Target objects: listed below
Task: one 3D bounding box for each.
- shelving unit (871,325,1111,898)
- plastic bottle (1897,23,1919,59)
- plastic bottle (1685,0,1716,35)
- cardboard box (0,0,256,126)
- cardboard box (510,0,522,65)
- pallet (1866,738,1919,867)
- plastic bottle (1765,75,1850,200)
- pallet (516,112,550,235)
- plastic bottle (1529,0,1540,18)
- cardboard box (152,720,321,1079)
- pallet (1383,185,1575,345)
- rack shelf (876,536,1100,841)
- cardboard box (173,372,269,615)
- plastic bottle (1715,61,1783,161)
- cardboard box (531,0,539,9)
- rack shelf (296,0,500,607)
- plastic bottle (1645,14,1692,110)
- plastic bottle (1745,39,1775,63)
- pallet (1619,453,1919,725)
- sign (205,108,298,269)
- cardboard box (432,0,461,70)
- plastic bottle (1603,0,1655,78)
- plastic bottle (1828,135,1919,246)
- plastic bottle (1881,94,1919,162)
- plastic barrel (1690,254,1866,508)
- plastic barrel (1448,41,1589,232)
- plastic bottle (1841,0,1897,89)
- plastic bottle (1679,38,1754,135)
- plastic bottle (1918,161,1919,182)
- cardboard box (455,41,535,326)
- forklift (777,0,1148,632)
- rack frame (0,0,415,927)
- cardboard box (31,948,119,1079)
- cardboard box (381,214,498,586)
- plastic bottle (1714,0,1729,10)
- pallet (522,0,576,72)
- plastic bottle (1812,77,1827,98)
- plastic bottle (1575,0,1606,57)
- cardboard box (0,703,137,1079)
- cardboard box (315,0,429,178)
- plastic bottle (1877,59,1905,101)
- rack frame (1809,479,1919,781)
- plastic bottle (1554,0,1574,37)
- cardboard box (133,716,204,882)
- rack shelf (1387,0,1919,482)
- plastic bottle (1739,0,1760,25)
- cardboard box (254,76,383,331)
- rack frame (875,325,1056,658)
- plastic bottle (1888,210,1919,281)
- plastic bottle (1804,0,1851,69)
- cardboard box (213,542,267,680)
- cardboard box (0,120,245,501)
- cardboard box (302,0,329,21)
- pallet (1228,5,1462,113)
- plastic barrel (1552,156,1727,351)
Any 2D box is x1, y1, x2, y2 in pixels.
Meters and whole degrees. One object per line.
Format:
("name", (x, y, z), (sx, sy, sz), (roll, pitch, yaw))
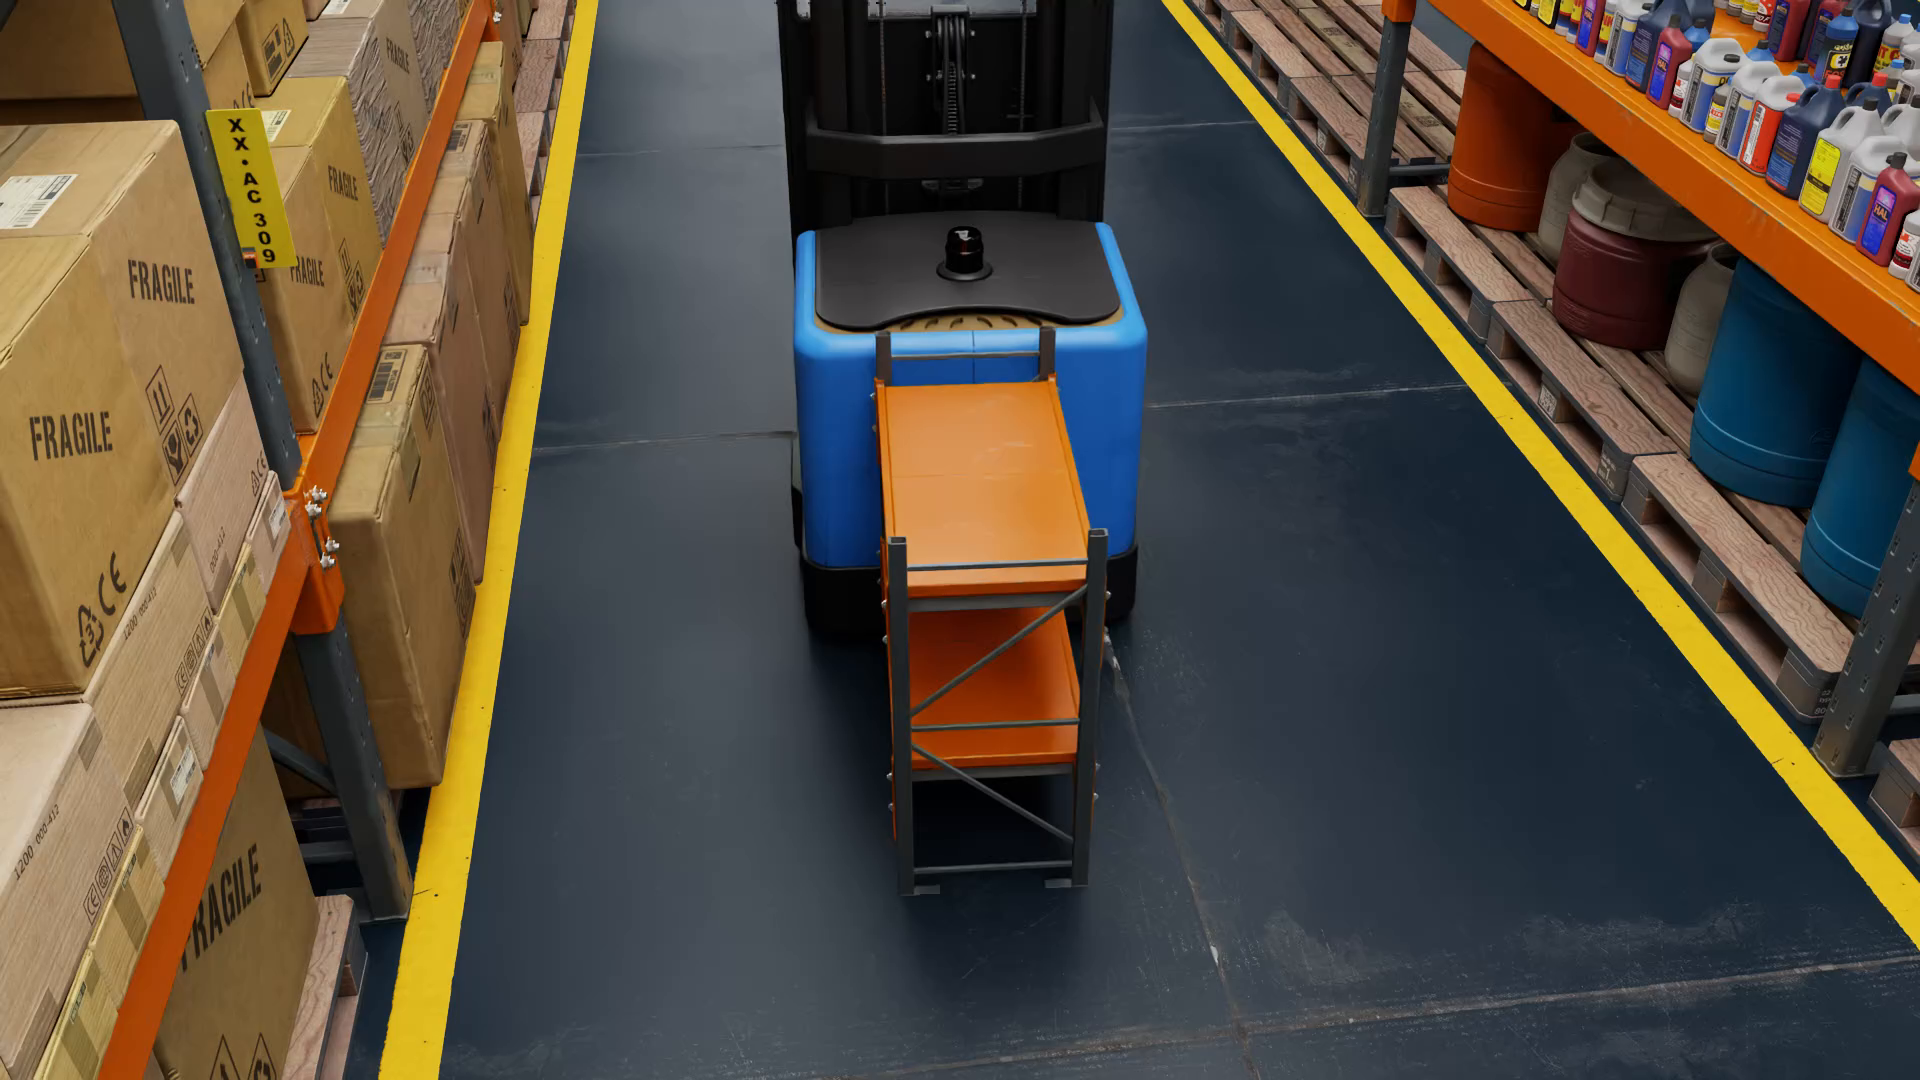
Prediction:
("shelving unit", (0.051, 0.171, 4.500), (0.538, 1.125, 1.048), (-2, 34, -3))
("plastic bottle", (3.148, -1.572, 5.507), (0.097, 0.271, 0.097), (0, 34, 0))
("plastic bottle", (2.513, -1.794, 5.762), (0.144, 0.351, 0.185), (-4, 35, -6))
("cardboard box", (-2.026, -1.061, 3.664), (0.797, 0.503, 0.637), (-5, 35, -8))
("cardboard box", (-2.825, -2.939, 9.228), (0.700, 0.500, 0.500), (-7, 35, -10))
("pallet", (3.114, 0.935, 4.191), (1.003, 0.211, 1.213), (-4, 35, -6))
("plastic bottle", (2.504, -1.196, 4.885), (0.144, 0.351, 0.185), (-4, 35, -6))
("pallet", (-2.573, -1.766, 8.153), (1.003, 0.211, 1.213), (-4, 35, -6))
("plastic bottle", (2.245, -2.109, 6.358), (0.097, 0.201, 0.097), (0, 34, 0))
("cardboard box", (-1.922, 0.829, 3.383), (0.875, 0.875, 0.875), (-4, 35, -6))
("pallet", (2.586, -1.268, 7.423), (1.003, 0.211, 1.213), (-4, 35, -6))
("rack shelf", (0.051, 0.373, 4.638), (0.538, 0.278, 1.000), (-2, 34, -3))
("cardboard box", (-1.612, -0.084, 3.079), (0.500, 0.250, 0.500), (-5, 35, -7))
("plastic bottle", (2.468, -1.329, 5.147), (0.152, 0.276, 0.135), (-4, 35, -6))
("cardboard box", (-2.946, -3.518, 10.078), (0.700, 0.500, 0.500), (-7, 35, -10))
("rack shelf", (-2.200, -1.068, 5.293), (1.077, 0.370, 4.000), (-4, 35, -6))
("plastic bottle", (2.361, -1.587, 5.519), (0.061, 0.283, 0.133), (-4, 35, -6))
("plastic bottle", (2.558, -1.477, 5.368), (0.097, 0.271, 0.097), (0, 34, 0))
("pallet", (2.914, 0.094, 5.425), (1.003, 0.211, 1.213), (-4, 35, -6))
("sign", (-1.382, -0.683, 3.250), (0.100, 0.325, 0.005), (-4, 35, -6))
("cardboard box", (-2.096, -1.988, 5.915), (0.500, 0.500, 0.500), (-5, 35, -7))
("plastic bottle", (2.363, -1.766, 5.788), (0.152, 0.276, 0.135), (-4, 35, -6))
("plastic bottle", (2.554, -0.973, 4.624), (0.152, 0.276, 0.135), (-4, 35, -6))
("plastic bottle", (2.672, -1.103, 4.749), (0.144, 0.351, 0.185), (-4, 35, -6))
("plastic barrel", (2.825, -0.631, 5.503), (0.600, 0.901, 0.708), (-4, 35, -6))
("plastic barrel", (2.521, -1.862, 7.373), (0.600, 0.830, 0.708), (-4, 35, -6))
("plastic bottle", (3.092, -1.736, 5.677), (0.144, 0.351, 0.185), (-4, 35, -6))
("plastic bottle", (2.437, -1.459, 5.337), (0.152, 0.276, 0.135), (-4, 35, -6))
("plastic bottle", (2.675, -0.962, 4.674), (0.097, 0.201, 0.097), (0, 34, 0))
("cardboard box", (-2.397, -1.391, 6.641), (1.225, 0.875, 0.875), (-6, 35, -9))
("forklift", (-0.064, -1.730, 5.686), (1.130, 2.935, 3.031), (-2, 34, -3))
("rack frame", (-1.931, -0.250, 3.453), (1.000, 3.000, 0.127), (-4, 35, -6))
("cardboard box", (-1.393, 0.717, 2.258), (0.380, 0.149, 0.250), (-5, 35, -7))
("cardboard box", (-2.158, -0.399, 5.186), (1.225, 0.875, 0.875), (-6, 35, -8))
("plastic bottle", (2.997, -2.198, 6.427), (0.097, 0.271, 0.097), (0, 34, 0))
("pallet", (-2.901, -3.127, 10.151), (1.003, 0.211, 1.213), (-4, 35, -6))
("plastic bottle", (2.607, -1.272, 5.067), (0.097, 0.271, 0.097), (0, 34, 0))
("plastic bottle", (2.287, -1.894, 5.970), (0.061, 0.283, 0.133), (-4, 35, -6))
("cardboard box", (-1.471, 0.489, 2.237), (0.500, 0.250, 0.500), (-4, 34, -5))
("cardboard box", (-1.956, -1.414, 5.073), (0.500, 0.500, 0.500), (-4, 34, -5))
("plastic bottle", (3.015, -1.456, 5.399), (0.097, 0.201, 0.097), (0, 34, 0))
("rack frame", (2.977, -0.625, 4.003), (1.000, 3.000, 0.127), (-4, 35, -6))
("plastic bottle", (2.276, -2.010, 6.150), (0.097, 0.271, 0.097), (0, 34, 0))
("cardboard box", (-1.462, 0.430, 2.679), (0.380, 0.149, 0.250), (-4, 34, -5))
("rack shelf", (2.708, -1.444, 5.843), (1.077, 0.370, 4.000), (-4, 35, -6))
("plastic bottle", (3.023, -2.061, 6.287), (0.097, 0.201, 0.097), (0, 34, 0))
("cardboard box", (-1.814, -0.847, 4.241), (0.500, 0.500, 0.500), (-4, 35, -6))
("rack frame", (0.016, -0.115, 4.919), (0.500, 1.125, 0.032), (-2, 34, -3))
("plastic bottle", (2.560, -0.801, 4.438), (0.097, 0.201, 0.097), (0, 34, 0))
("plastic bottle", (3.052, -1.795, 5.824), (0.061, 0.283, 0.133), (-4, 35, -6))
("cardboard box", (-1.531, 0.143, 3.099), (0.380, 0.149, 0.250), (-4, 34, -5))
("cardboard box", (-1.605, -0.384, 2.853), (0.500, 0.500, 0.500), (-3, 34, -5))
("cardboard box", (-2.205, -1.791, 4.735), (0.797, 0.503, 0.637), (-3, 34, -5))
("pallet", (2.212, -2.819, 9.699), (1.003, 0.211, 1.213), (-4, 35, -6))
("plastic barrel", (2.673, -1.132, 6.516), (0.600, 0.588, 0.708), (-4, 35, -6))
